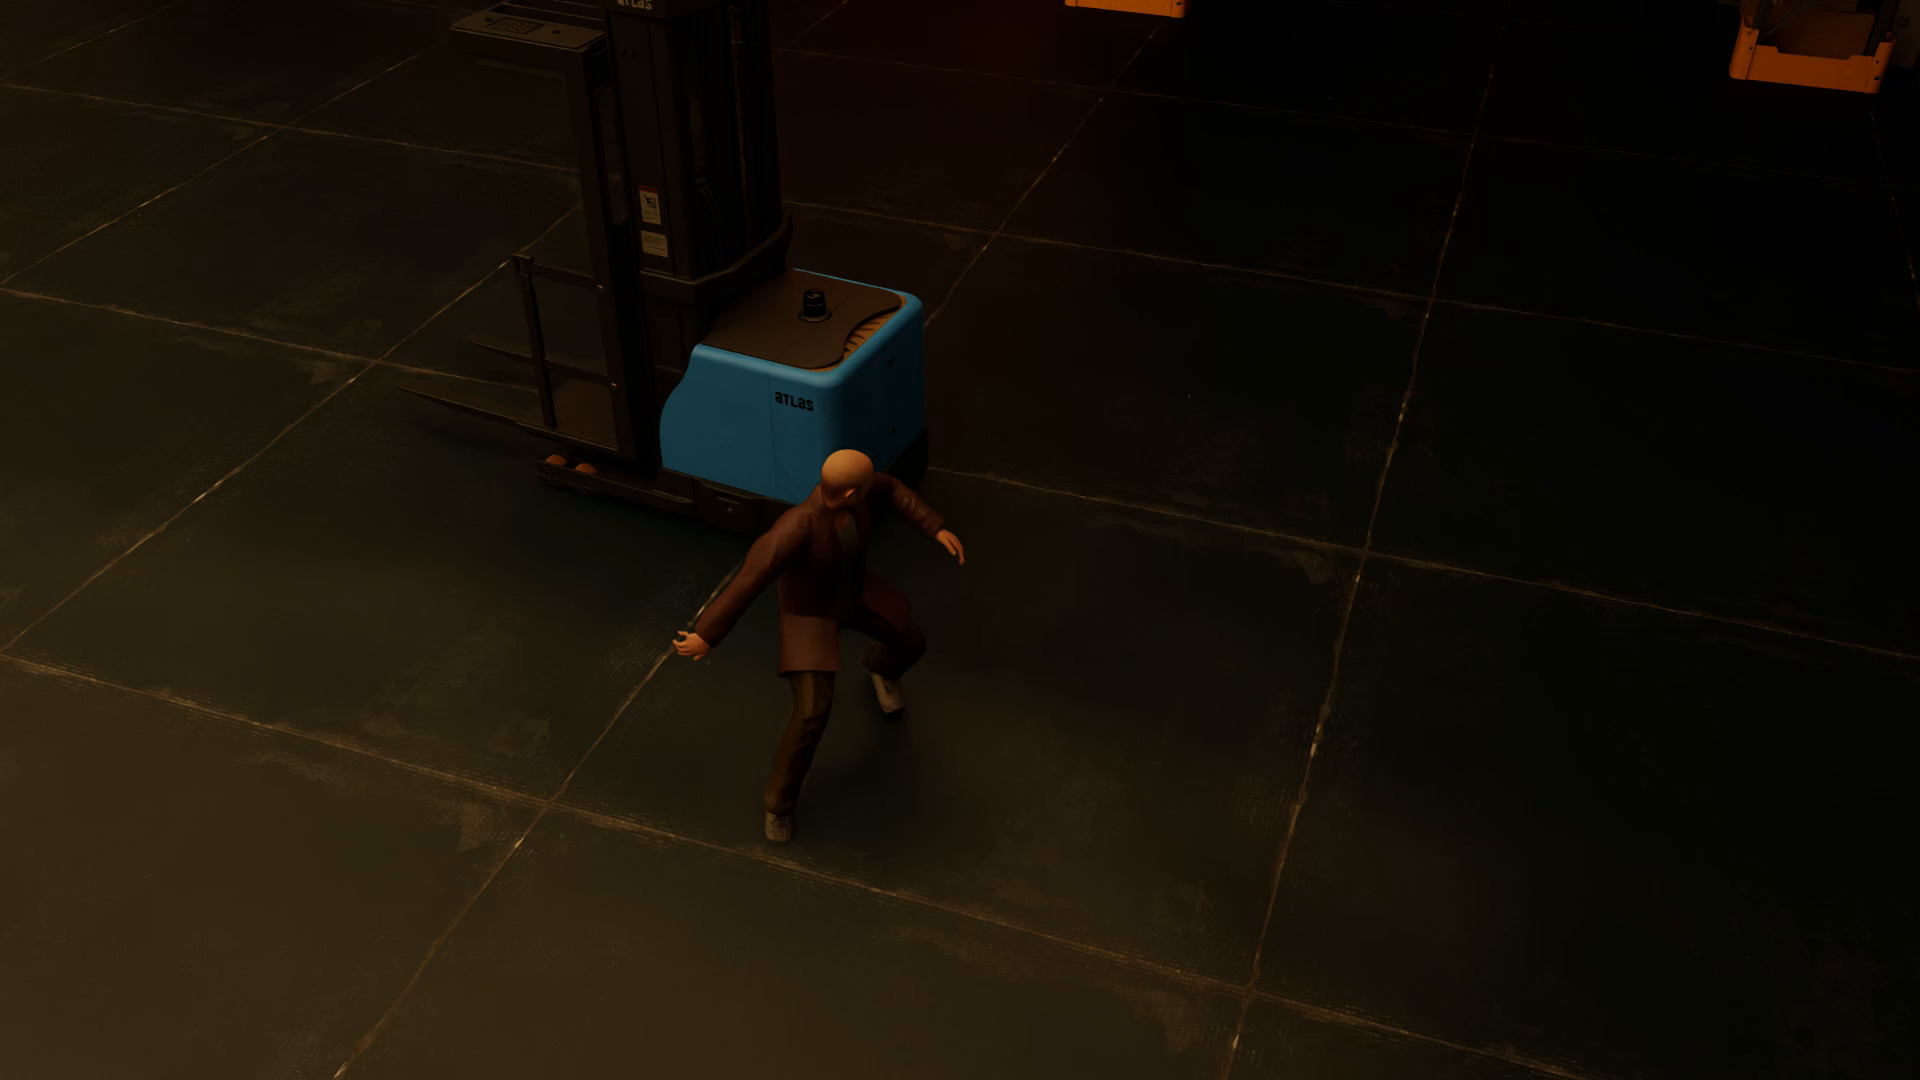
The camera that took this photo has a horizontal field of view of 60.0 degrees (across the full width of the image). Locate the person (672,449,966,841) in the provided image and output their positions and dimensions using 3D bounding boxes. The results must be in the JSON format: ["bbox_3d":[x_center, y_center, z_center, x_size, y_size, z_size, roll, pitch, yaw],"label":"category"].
[{"bbox_3d":[-0.554,0.357,6.858,0.602,1.739,1.144,29,44,34],"label":"person"}]

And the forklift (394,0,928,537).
[{"bbox_3d":[-1.731,-1.700,8.508,3.031,2.935,1.130,16,38,21],"label":"forklift"}]
